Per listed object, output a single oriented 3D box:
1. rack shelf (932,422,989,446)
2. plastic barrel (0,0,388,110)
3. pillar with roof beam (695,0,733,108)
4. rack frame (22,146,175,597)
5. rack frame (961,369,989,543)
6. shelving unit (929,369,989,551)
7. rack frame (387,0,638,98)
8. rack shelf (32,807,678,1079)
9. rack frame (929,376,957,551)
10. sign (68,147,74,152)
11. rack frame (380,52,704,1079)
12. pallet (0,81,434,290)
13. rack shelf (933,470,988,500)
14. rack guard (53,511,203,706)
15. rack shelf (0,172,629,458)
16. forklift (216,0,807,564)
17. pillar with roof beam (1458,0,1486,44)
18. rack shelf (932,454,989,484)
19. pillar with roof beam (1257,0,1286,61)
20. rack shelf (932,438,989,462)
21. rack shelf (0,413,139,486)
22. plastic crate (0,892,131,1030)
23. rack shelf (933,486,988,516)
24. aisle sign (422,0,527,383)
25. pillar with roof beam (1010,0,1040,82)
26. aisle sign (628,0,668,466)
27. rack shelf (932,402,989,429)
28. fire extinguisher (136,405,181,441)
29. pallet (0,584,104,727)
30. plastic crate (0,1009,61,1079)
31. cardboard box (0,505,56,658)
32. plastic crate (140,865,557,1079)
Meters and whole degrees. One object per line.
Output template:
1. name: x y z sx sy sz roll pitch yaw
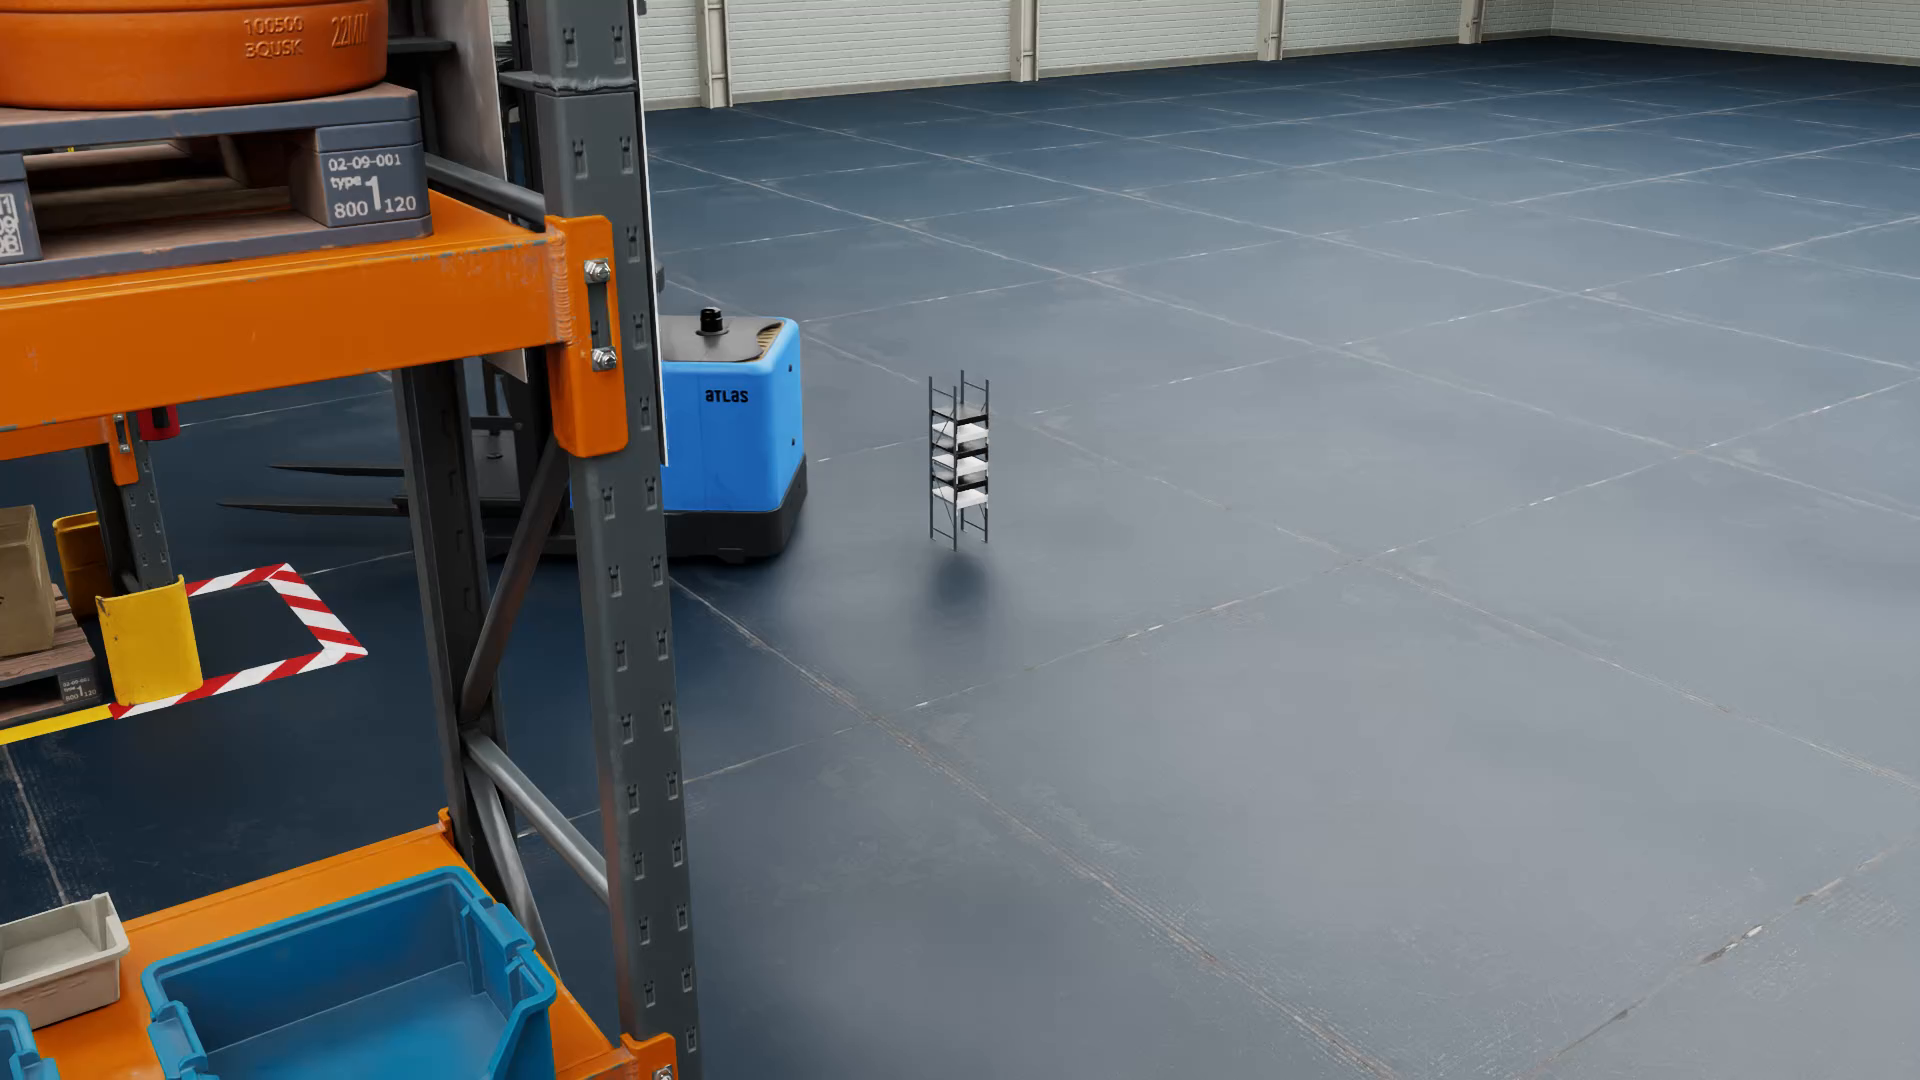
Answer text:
1. rack shelf: -0.007 -0.552 8.671 0.200 0.077 0.258 -15 26 -33
2. plastic barrel: -1.143 -1.055 2.300 0.708 0.830 0.600 -15 26 -33
3. pillar with roof beam: -1.242 -9.584 20.772 0.400 9.000 9.100 -15 26 -33
4. rack frame: -3.716 -0.901 7.107 0.127 3.000 1.000 -15 26 -33
5. rack frame: 0.076 -0.438 8.780 0.006 0.900 0.240 -15 26 -33
6. shelving unit: -0.007 -0.416 8.725 0.210 0.900 0.258 -15 26 -33
7. rack frame: -0.823 -2.197 2.261 0.127 3.000 1.000 -15 26 -33
8. rack shelf: -2.447 1.356 2.422 4.000 0.370 1.077 -15 26 -33
9. rack frame: -0.089 -0.394 8.670 0.006 0.900 0.240 -15 26 -33
10. sign: -3.408 -1.414 6.405 0.005 0.325 0.100 -15 26 -33
11. rack frame: -0.823 0.589 3.373 0.127 3.000 1.000 -15 26 -33
12. pallet: -1.552 -0.567 2.477 1.213 0.211 1.003 -15 26 -33
13. rack shelf: -0.007 -0.302 8.771 0.200 0.077 0.258 -15 26 -33
14. rack guard: -3.777 0.276 7.529 0.348 0.500 1.175 -15 26 -33
15. rack shelf: -2.447 -0.037 1.866 4.000 0.370 1.077 -15 26 -33
16. forklift: -2.397 -1.435 8.538 3.031 2.935 1.130 1 22 3
17. pillar with roof beam: 13.370 -13.480 30.536 0.400 9.000 9.100 -15 26 -33
18. rack shelf: -0.007 -0.385 8.738 0.200 0.077 0.258 -15 26 -33
19. pillar with roof beam: 8.499 -12.181 27.282 0.400 9.000 9.100 -15 26 -33
20. rack shelf: -0.007 -0.469 8.704 0.200 0.077 0.258 -15 26 -33
21. rack shelf: -5.339 -0.134 6.156 4.000 0.370 1.077 -15 26 -33
22. plastic crate: -1.737 0.808 3.179 0.250 0.136 0.298 -15 26 -33
23. rack shelf: -0.007 -0.218 8.804 0.200 0.077 0.258 -15 26 -33
24. aisle sign: -0.936 -0.722 3.151 0.004 0.787 0.394 -15 26 -33
25. pillar with roof beam: 3.629 -10.883 24.027 0.400 9.000 9.100 -15 26 -33
26. aisle sign: -0.591 -0.545 2.706 0.004 0.787 0.394 -15 26 -33
27. rack shelf: -0.007 -0.636 8.637 0.200 0.077 0.258 -15 26 -33
28. fire extinguisher: -3.354 -0.751 6.836 0.183 0.674 0.296 -15 26 -33
29. pallet: -4.458 0.576 7.169 1.213 0.211 1.003 -15 26 -33
30. plastic crate: -1.585 0.995 2.556 0.408 0.251 0.499 -15 26 -33
31. cardboard box: -4.232 0.195 7.167 0.500 0.500 0.500 -10 24 -23
32. plastic crate: -1.055 0.856 2.904 0.616 0.251 0.499 -15 26 -33
